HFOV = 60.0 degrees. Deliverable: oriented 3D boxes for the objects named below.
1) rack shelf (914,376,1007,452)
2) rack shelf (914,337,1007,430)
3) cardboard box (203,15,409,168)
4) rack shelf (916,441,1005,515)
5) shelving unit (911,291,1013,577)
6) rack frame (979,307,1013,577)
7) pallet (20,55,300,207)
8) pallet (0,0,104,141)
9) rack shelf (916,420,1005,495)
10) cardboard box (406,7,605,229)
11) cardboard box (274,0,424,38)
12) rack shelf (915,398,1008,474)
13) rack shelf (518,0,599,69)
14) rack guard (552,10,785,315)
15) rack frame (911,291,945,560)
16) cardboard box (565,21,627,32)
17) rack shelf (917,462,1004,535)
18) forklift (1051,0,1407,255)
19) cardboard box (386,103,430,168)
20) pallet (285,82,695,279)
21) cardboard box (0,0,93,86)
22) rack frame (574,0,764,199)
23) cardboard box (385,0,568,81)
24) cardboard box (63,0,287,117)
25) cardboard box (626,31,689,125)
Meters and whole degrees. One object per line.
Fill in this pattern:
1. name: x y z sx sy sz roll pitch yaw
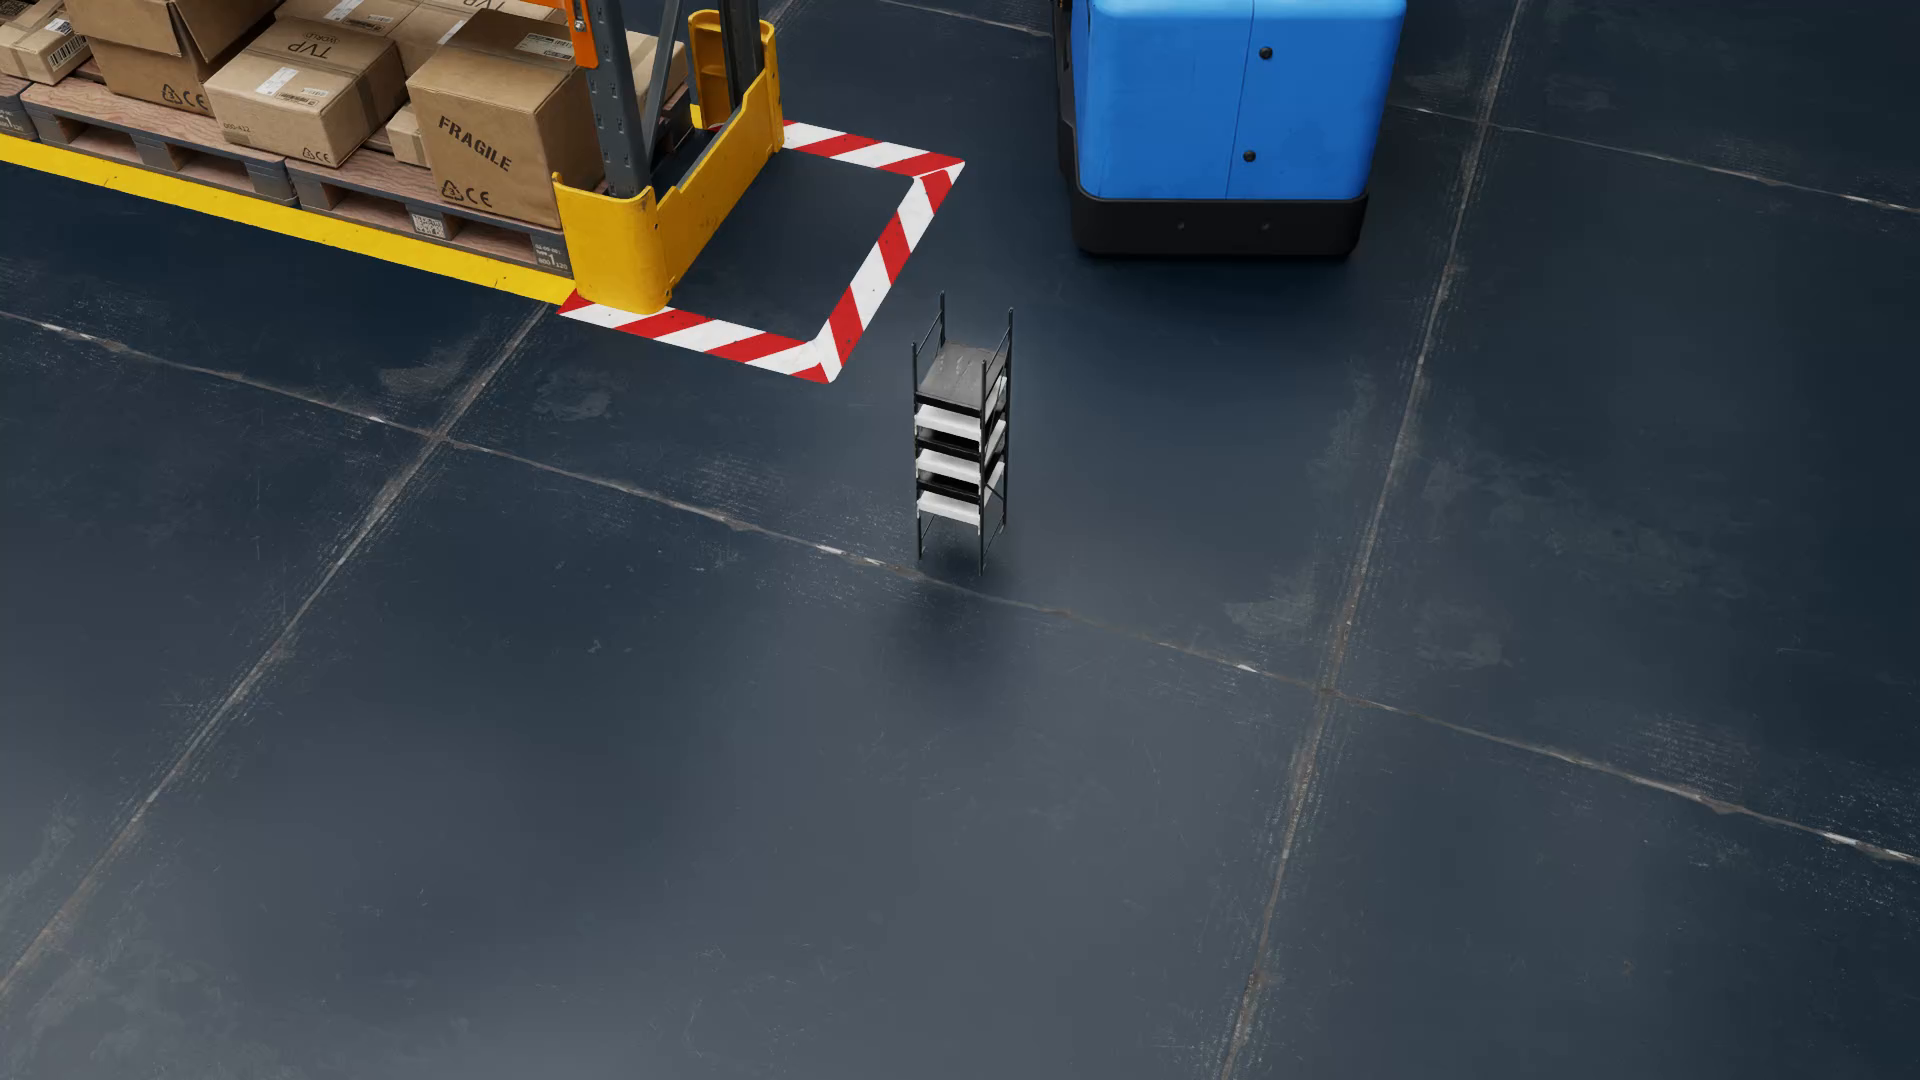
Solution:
1. rack shelf: 0.008 -0.389 4.797 0.200 0.077 0.258 16 51 13
2. rack shelf: 0.008 -0.448 4.729 0.200 0.077 0.258 16 51 13
3. cardboard box: -2.449 -1.694 6.261 0.500 0.250 0.500 16 51 13
4. rack shelf: 0.008 -0.212 5.001 0.200 0.077 0.258 16 51 13
5. shelving unit: 0.008 -0.293 4.908 0.210 0.900 0.258 16 51 13
6. rack frame: 0.103 -0.266 4.885 0.006 0.900 0.240 16 51 13
7. pallet: -2.933 -1.848 6.712 1.213 0.211 1.003 16 51 13
8. pallet: -4.081 -2.166 6.988 1.213 0.211 1.003 16 51 13
9. rack shelf: 0.008 -0.271 4.933 0.200 0.077 0.258 16 51 13
10. cardboard box: -1.568 -1.506 5.933 0.500 0.500 0.500 16 51 13
11. cardboard box: -2.322 -2.061 6.580 0.500 0.250 0.500 16 51 13
12. rack shelf: 0.008 -0.330 4.865 0.200 0.077 0.258 16 51 13
13. rack shelf: -2.849 -2.501 5.908 4.000 0.370 1.077 16 51 13
14. rack guard: -1.044 -1.414 6.144 0.348 0.500 1.175 16 51 13
15. rack frame: -0.088 -0.319 4.931 0.006 0.900 0.240 16 51 13
16. cardboard box: -1.481 -1.847 6.450 0.250 0.166 0.380 16 51 13
17. rack shelf: 0.008 -0.153 5.069 0.200 0.077 0.258 16 51 13
18. forklift: 0.953 -3.095 5.993 1.130 2.935 3.031 0 49 0
19. cardboard box: -1.917 -1.566 6.206 0.250 0.166 0.380 16 51 13
20. pallet: -1.792 -1.527 6.434 1.213 0.211 1.003 16 51 13
21. cardboard box: -3.591 -1.993 6.576 0.250 0.166 0.380 16 51 13
22. rack frame: -0.973 -2.212 5.183 0.127 3.000 1.000 16 51 13
23. cardboard box: -1.853 -1.930 6.467 0.500 0.250 0.500 16 51 13
24. cardboard box: -2.961 -2.098 6.444 0.637 0.503 0.797 16 51 13
25. cardboard box: -1.246 -1.776 6.400 0.250 0.149 0.380 16 51 13
